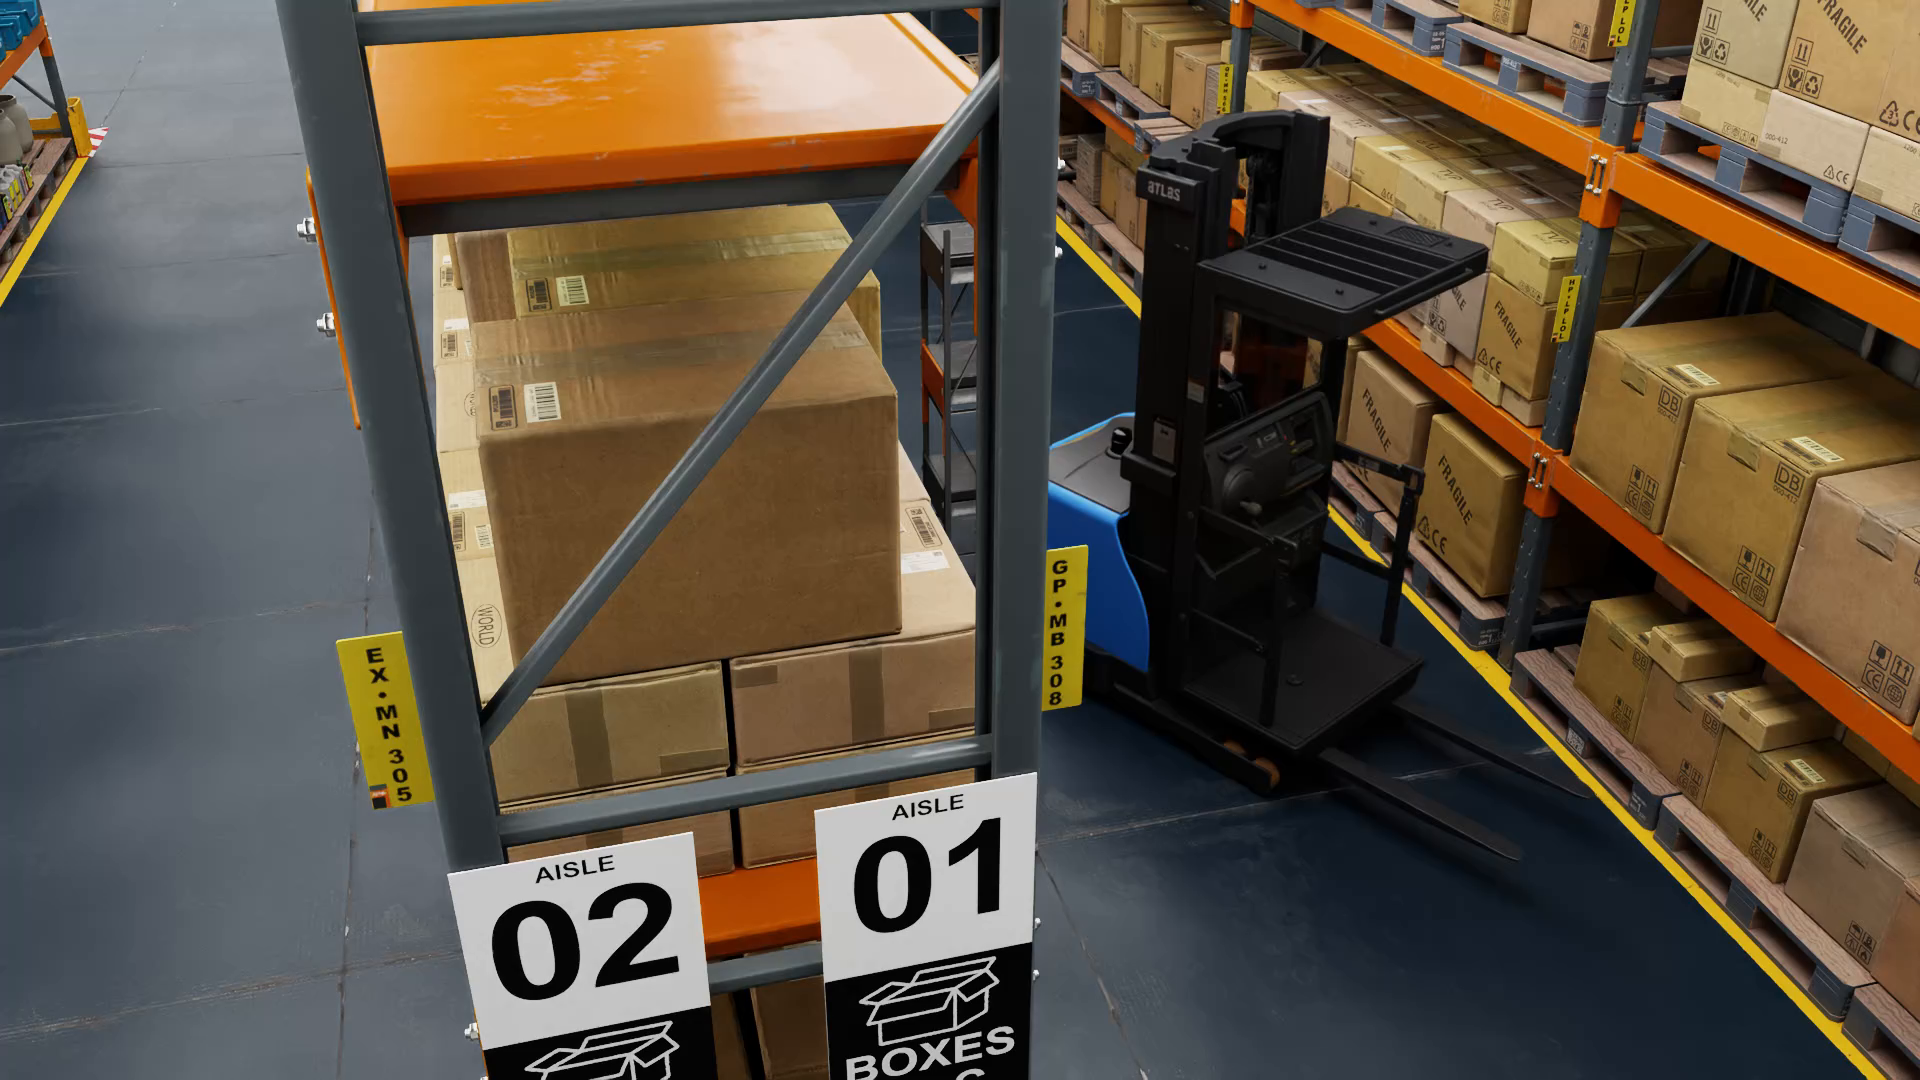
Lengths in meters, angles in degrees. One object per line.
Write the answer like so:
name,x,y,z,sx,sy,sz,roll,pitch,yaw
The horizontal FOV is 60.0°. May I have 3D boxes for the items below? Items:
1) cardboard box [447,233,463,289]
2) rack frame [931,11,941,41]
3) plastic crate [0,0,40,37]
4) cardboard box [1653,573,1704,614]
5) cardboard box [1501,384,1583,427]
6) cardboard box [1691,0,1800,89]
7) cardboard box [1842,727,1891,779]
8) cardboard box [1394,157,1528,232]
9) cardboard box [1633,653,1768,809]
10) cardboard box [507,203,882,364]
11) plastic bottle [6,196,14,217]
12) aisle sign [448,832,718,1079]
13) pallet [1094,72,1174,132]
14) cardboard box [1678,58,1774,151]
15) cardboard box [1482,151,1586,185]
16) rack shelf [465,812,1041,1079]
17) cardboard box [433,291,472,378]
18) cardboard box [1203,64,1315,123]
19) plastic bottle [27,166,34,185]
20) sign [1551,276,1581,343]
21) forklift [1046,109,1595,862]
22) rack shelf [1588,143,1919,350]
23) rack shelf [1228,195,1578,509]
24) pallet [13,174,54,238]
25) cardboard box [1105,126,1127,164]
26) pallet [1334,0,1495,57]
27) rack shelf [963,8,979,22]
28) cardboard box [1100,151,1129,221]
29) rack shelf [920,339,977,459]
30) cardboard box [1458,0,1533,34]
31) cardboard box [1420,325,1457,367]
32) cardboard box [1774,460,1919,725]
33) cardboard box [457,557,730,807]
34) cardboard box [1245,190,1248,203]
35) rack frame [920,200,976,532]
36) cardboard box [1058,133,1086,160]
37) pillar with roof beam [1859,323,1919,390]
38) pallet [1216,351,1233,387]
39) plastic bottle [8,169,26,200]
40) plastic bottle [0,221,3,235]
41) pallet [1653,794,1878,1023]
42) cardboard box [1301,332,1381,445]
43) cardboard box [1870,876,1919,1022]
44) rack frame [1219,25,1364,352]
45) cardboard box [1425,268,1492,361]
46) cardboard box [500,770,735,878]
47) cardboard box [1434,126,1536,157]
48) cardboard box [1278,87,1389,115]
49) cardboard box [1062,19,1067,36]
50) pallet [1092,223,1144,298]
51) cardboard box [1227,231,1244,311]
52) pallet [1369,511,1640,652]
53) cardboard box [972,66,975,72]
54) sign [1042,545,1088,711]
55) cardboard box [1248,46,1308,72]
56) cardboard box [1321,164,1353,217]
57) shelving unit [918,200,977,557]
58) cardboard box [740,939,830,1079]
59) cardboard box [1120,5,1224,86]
cardboard box,-1.118,-1.071,4.744,0.700,0.500,0.500,-8,31,-13
rack frame,0.171,-6.483,18.188,1.000,3.000,0.127,-8,31,-13
plastic crate,-8.959,-4.900,15.600,0.499,0.251,0.616,-8,31,-13
cardboard box,3.609,0.210,8.052,0.380,0.149,0.250,-8,31,-14
cardboard box,2.994,-0.713,8.450,0.380,0.149,0.250,-8,31,-13
cardboard box,3.275,-2.089,6.483,0.500,0.500,0.500,-8,31,-14
cardboard box,3.957,0.838,6.967,0.380,0.149,0.250,-8,31,-14
cardboard box,2.724,-1.879,9.068,0.500,0.250,0.500,-7,31,-12
cardboard box,3.586,0.830,7.628,0.700,0.500,0.500,-8,31,-14
cardboard box,-0.560,-0.368,3.530,0.700,0.500,0.500,-8,31,-13
plastic bottle,-8.236,-2.889,14.333,0.097,0.201,0.097,0,30,0
aisle sign,-0.634,0.853,2.917,0.394,0.787,0.004,-8,31,-13
pallet,1.730,-3.487,13.203,1.003,0.211,1.213,-8,31,-13
cardboard box,3.285,-1.777,6.693,0.500,0.250,0.500,-8,31,-13
cardboard box,3.202,-1.943,9.178,0.500,0.250,0.500,-9,31,-15
rack shelf,-0.888,-0.048,4.794,1.077,0.370,4.000,-8,31,-13
cardboard box,-1.140,-0.483,4.478,0.500,0.250,0.500,-8,31,-13
cardboard box,2.160,-3.079,11.767,0.700,0.500,0.500,-12,32,-19
plastic bottle,-8.470,-3.317,15.071,0.097,0.201,0.097,0,30,0
sign,2.836,-1.078,7.772,0.100,0.325,0.005,-8,31,-13
forklift,1.601,-0.358,7.674,1.130,2.935,3.031,-26,39,-37
rack shelf,3.887,-0.708,5.935,1.077,0.370,4.000,-8,31,-13
rack shelf,2.825,-1.342,10.024,1.077,0.370,4.000,-8,31,-13
pallet,-8.784,-2.948,14.863,1.003,0.211,1.213,-8,31,-13
cardboard box,1.564,-3.419,14.201,0.500,0.250,0.500,-8,31,-14
pallet,2.816,-2.992,9.351,1.003,0.211,1.213,-6,31,-11
rack shelf,0.702,-5.206,16.699,1.077,0.370,4.000,-8,31,-13
cardboard box,1.630,-3.064,14.336,0.700,0.500,0.500,-8,31,-14
rack shelf,0.044,-0.817,9.324,0.431,0.518,0.480,-8,31,-13
cardboard box,3.018,-2.919,8.497,0.700,0.500,0.500,-8,31,-14
cardboard box,2.752,-1.083,9.088,0.380,0.149,0.250,-8,31,-13
cardboard box,3.876,0.150,6.428,0.980,0.700,0.700,-9,31,-16
cardboard box,-0.739,0.241,3.227,0.500,0.250,0.500,-8,31,-13
cardboard box,2.159,-2.330,11.242,0.380,0.149,0.250,-8,31,-14
rack frame,-0.021,-0.947,9.521,0.400,2.100,0.015,-8,31,-13
cardboard box,1.062,-3.770,15.889,0.380,0.166,0.250,-12,32,-20
pillar with roof beam,0.225,-2.489,5.297,9.100,9.000,0.400,-8,31,-13
pallet,2.431,-1.022,11.536,1.003,0.211,1.213,-8,31,-13
plastic bottle,-8.393,-3.157,14.720,0.152,0.276,0.135,-9,31,-15
plastic bottle,-8.133,-2.723,13.897,0.144,0.351,0.185,-7,31,-12
pallet,3.810,1.487,7.201,1.003,0.211,1.213,-8,31,-13
cardboard box,2.590,-1.074,10.570,0.750,0.750,0.750,-8,31,-14
cardboard box,4.003,1.578,6.337,0.700,0.500,0.500,-8,31,-13
rack frame,2.295,-2.619,11.512,1.000,3.000,0.127,-8,31,-13
cardboard box,2.846,-1.303,8.821,0.500,0.500,0.500,-8,31,-13
cardboard box,-0.748,0.458,3.350,0.500,0.250,0.500,-8,31,-13
cardboard box,3.068,-2.195,9.615,0.500,0.250,0.500,-9,31,-14
cardboard box,2.310,-2.612,10.334,0.500,0.250,0.500,-8,31,-14
cardboard box,0.815,-4.684,15.208,0.500,0.250,0.500,-8,31,-13
pallet,1.768,-2.378,13.879,1.003,0.211,1.213,-8,31,-13
cardboard box,2.053,-2.069,12.617,0.700,0.500,0.500,-7,31,-13
pallet,3.079,0.157,9.500,1.003,0.211,1.213,-8,31,-13
cardboard box,0.419,-4.889,17.678,0.500,0.311,0.500,-5,30,-9
sign,0.166,0.156,2.850,0.100,0.325,0.005,-8,31,-13
cardboard box,2.174,-3.297,11.496,0.380,0.149,0.250,-12,32,-20
cardboard box,2.437,-2.038,10.090,0.500,0.500,0.500,-8,31,-13
shelving unit,0.044,-0.829,9.317,0.431,2.100,0.503,-8,31,-13
cardboard box,-0.221,1.179,3.851,0.500,0.500,0.500,-7,31,-12
cardboard box,1.681,-3.950,13.272,0.700,0.500,0.500,-4,30,-6
